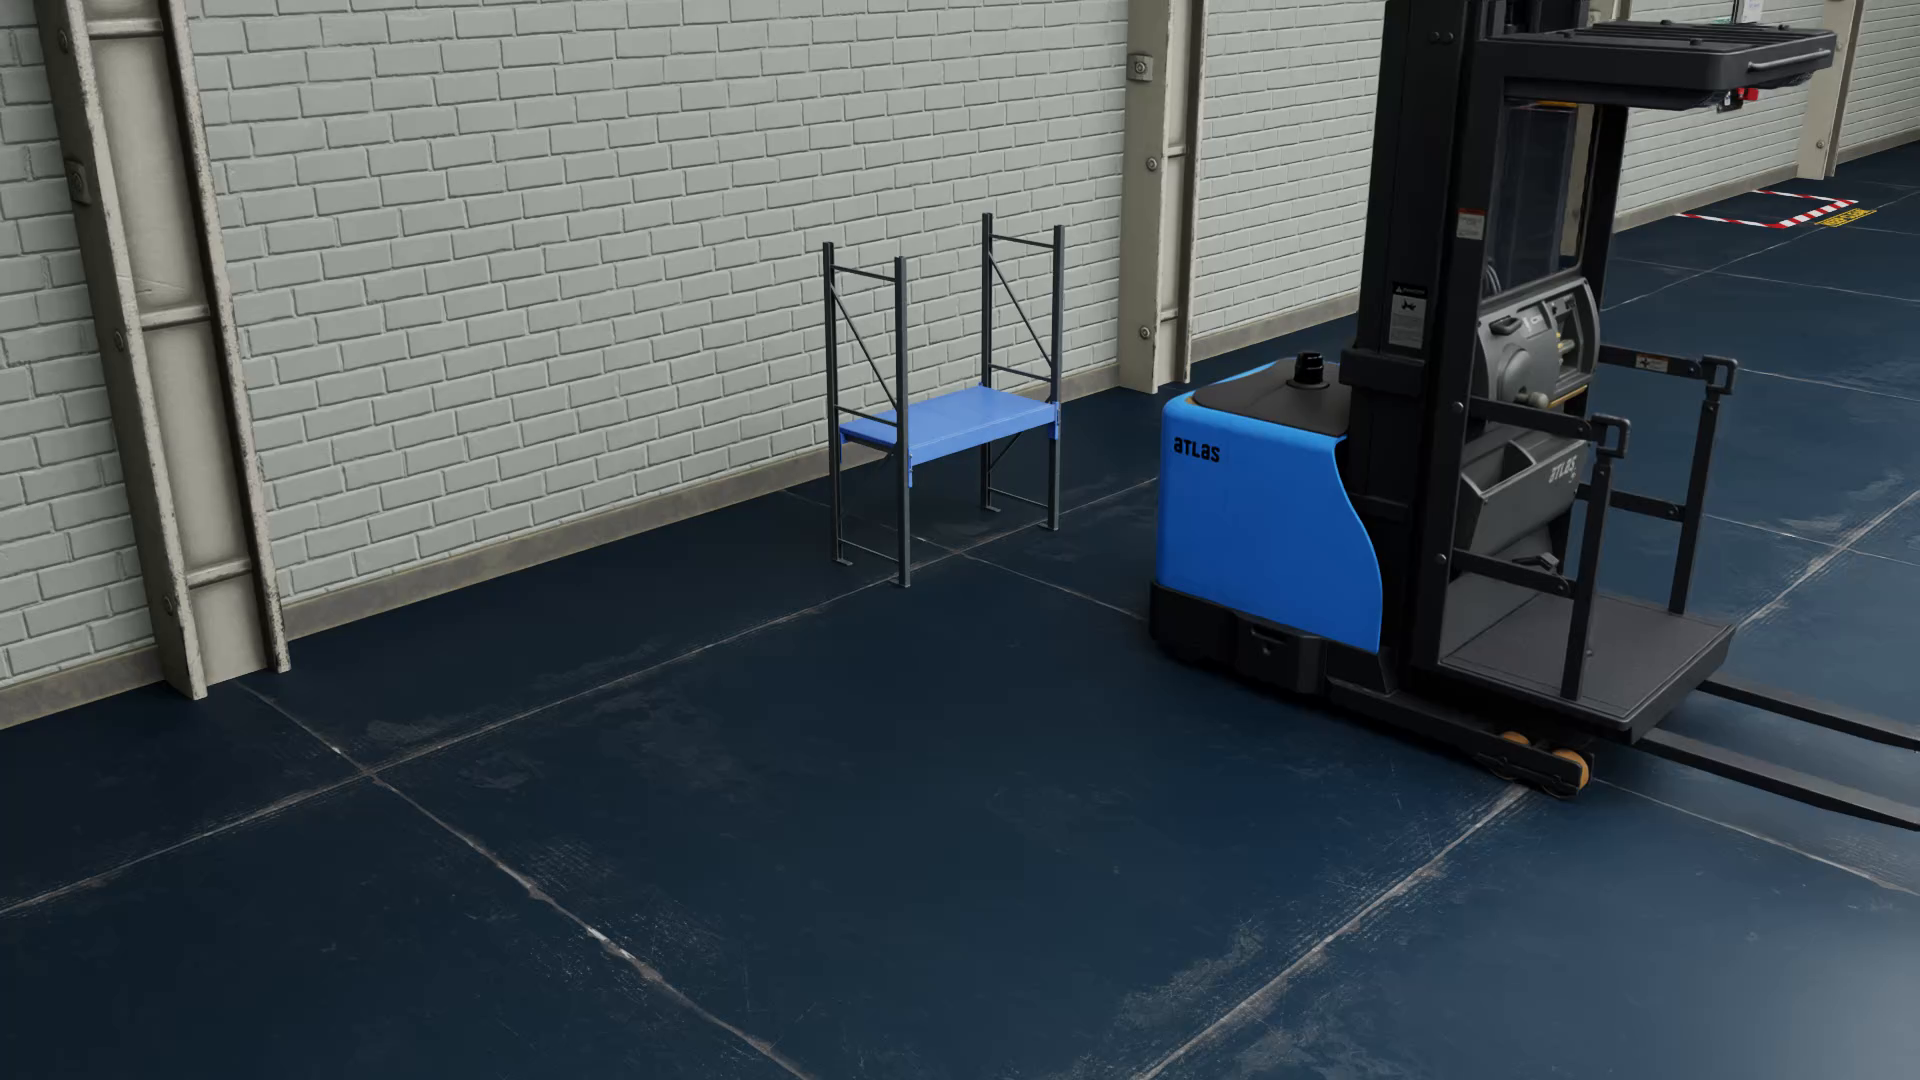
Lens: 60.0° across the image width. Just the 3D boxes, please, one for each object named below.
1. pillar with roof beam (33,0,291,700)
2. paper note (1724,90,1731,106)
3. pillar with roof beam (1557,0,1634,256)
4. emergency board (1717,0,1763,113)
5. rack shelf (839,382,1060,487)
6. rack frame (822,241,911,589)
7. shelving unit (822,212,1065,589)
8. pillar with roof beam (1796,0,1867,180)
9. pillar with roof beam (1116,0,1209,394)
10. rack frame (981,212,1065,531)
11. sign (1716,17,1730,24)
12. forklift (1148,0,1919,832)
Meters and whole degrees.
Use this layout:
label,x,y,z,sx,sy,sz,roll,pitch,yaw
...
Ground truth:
label,x,y,z,sx,sy,sz,roll,pitch,yaw
pillar with roof beam,0.137,-2.589,2.268,9.100,9.000,0.400,19,28,41
paper note,7.686,-4.428,16.642,0.016,0.148,0.142,19,28,41
pillar with roof beam,8.509,-5.674,10.293,9.100,9.000,0.400,19,28,41
emergency board,7.859,-4.868,16.558,0.194,1.169,0.643,19,28,41
rack shelf,-0.060,-0.510,7.813,0.538,0.185,1.000,19,28,41
rack frame,-0.414,-0.547,7.408,0.500,1.500,0.032,19,28,41
shelving unit,-0.060,-0.678,7.748,0.538,1.500,1.048,19,28,41
pillar with roof beam,12.694,-7.216,14.306,9.100,9.000,0.400,19,28,41
pillar with roof beam,4.323,-4.131,6.280,9.100,9.000,0.400,19,28,41
rack frame,0.295,-0.809,8.088,0.500,1.500,0.032,19,28,41
sign,7.408,-5.014,16.151,0.001,0.109,0.331,19,28,41
forklift,2.212,-0.688,5.778,3.031,2.935,1.130,18,27,39
